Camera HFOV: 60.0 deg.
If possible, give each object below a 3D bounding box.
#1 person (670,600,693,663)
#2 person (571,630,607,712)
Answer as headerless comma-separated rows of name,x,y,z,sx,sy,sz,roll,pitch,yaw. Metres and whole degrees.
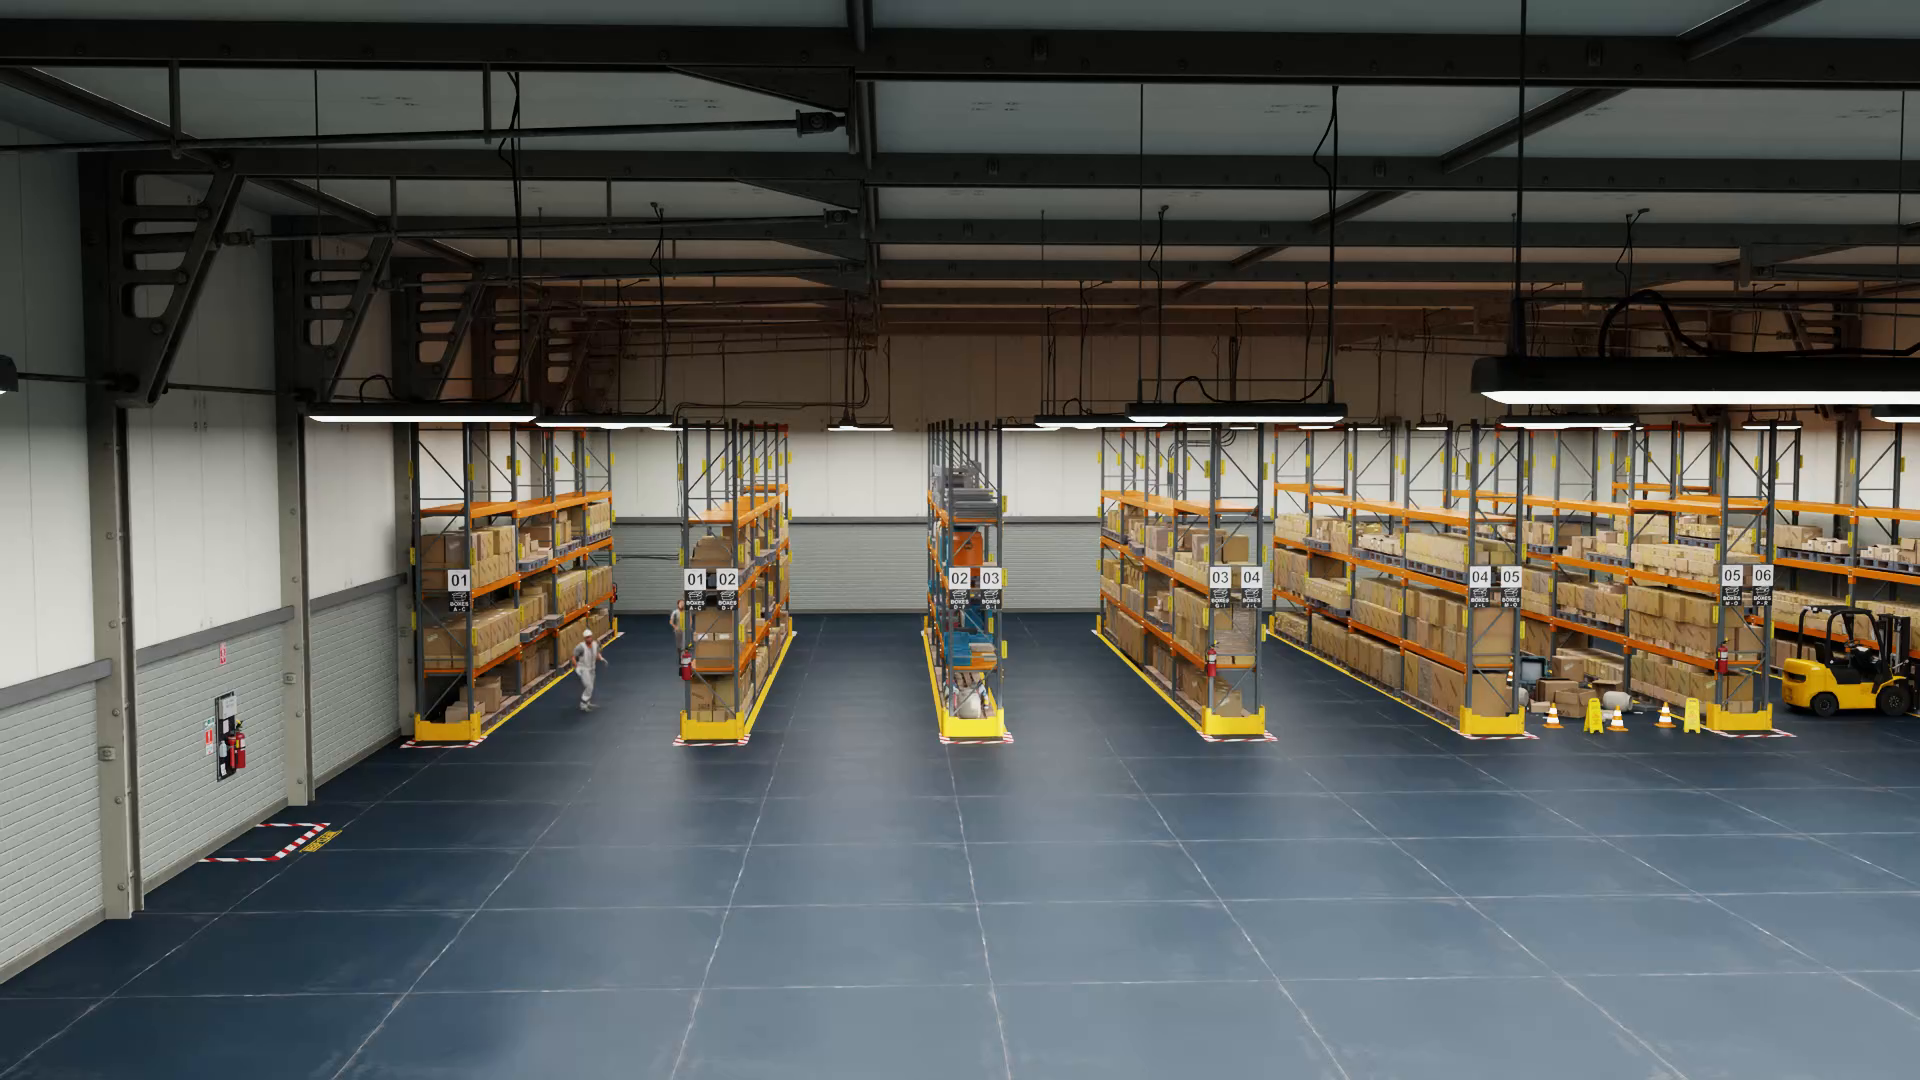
person,-6.919,2.276,41.301,0.563,1.620,0.761,-1,4,-11
person,-7.641,2.685,34.329,0.785,1.718,0.684,2,4,29
